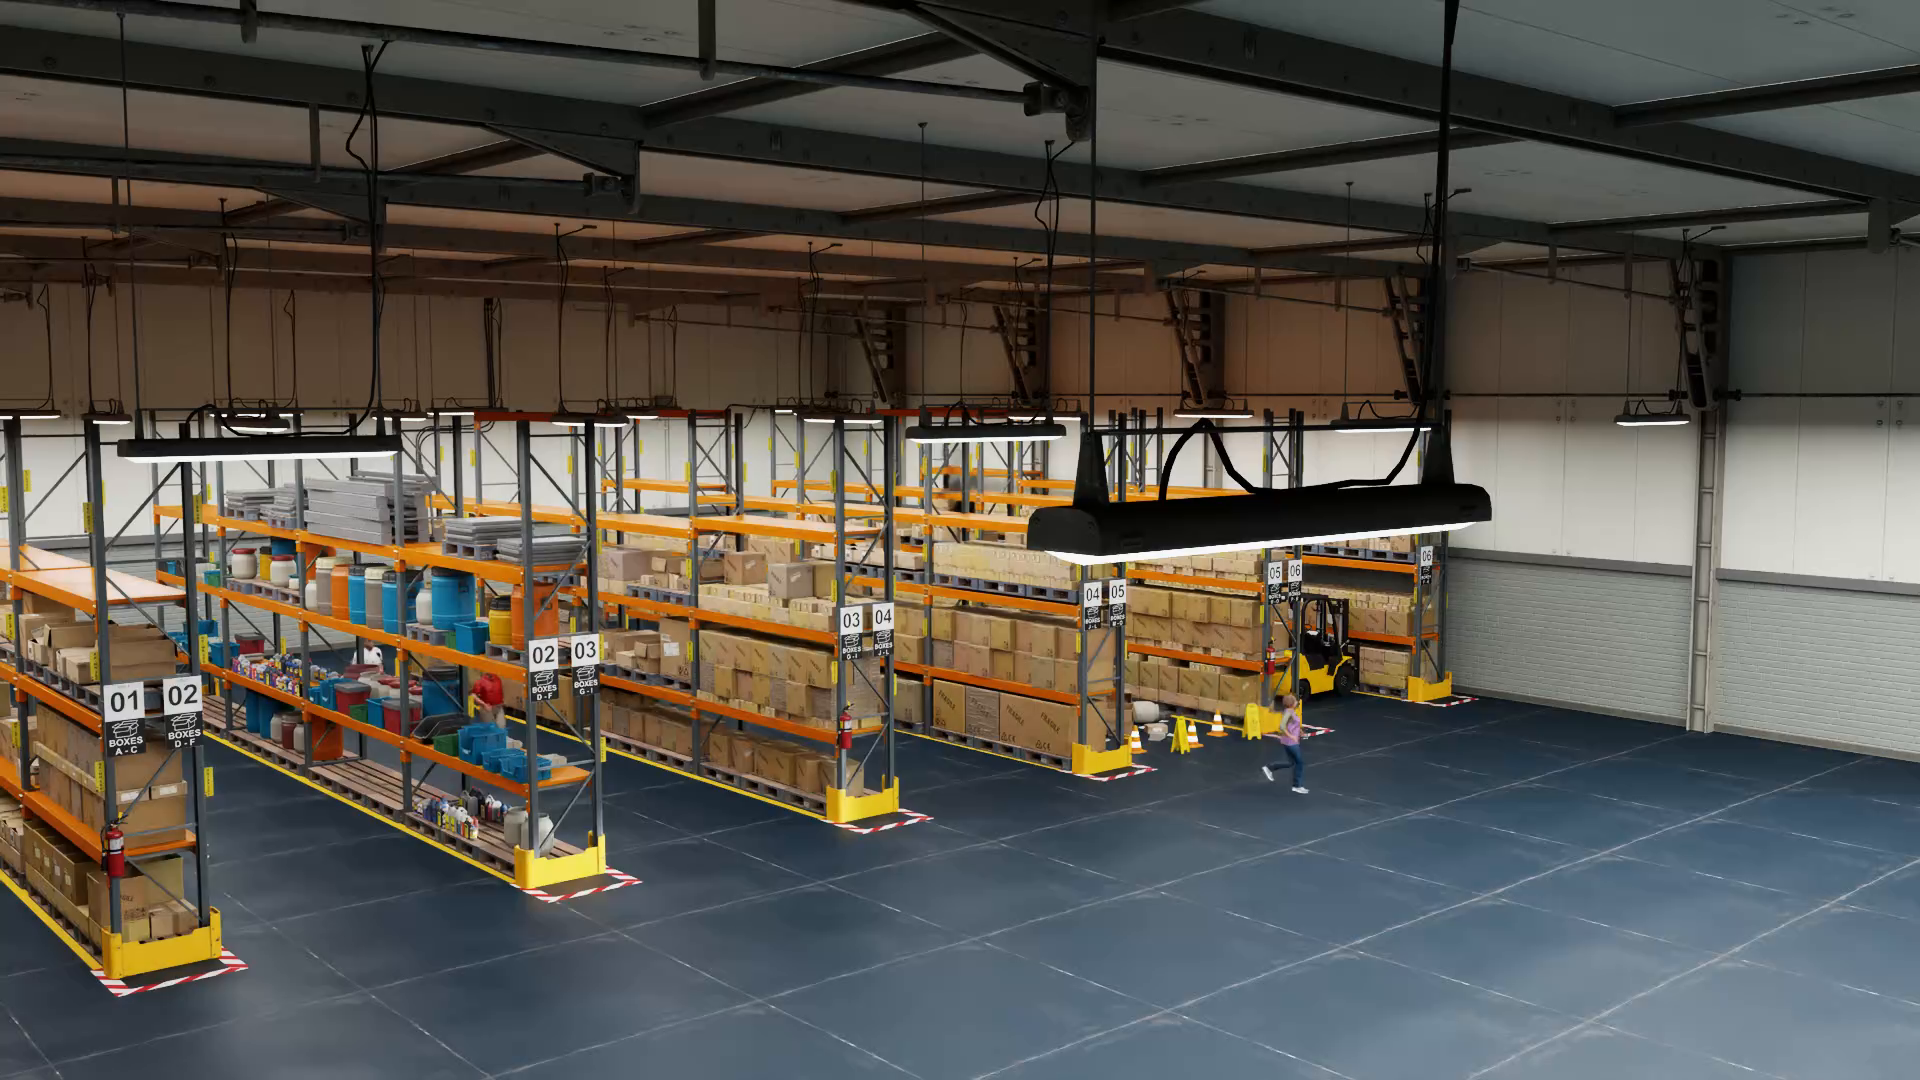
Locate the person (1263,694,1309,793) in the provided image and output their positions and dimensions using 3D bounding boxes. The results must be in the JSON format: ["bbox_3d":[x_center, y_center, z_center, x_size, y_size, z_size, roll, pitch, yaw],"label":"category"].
[{"bbox_3d":[5.195,3.239,26.438,0.724,1.584,0.541,1,5,10],"label":"person"}]

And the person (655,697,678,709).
[{"bbox_3d":[-5.740,2.590,32.782,0.744,1.759,0.655,5,7,42],"label":"person"}]

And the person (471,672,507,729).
[{"bbox_3d":[-8.143,2.971,28.826,0.829,1.716,0.673,4,7,40],"label":"person"}]

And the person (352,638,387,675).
[{"bbox_3d":[-11.354,2.661,32.036,0.599,1.742,0.664,5,7,42],"label":"person"}]
